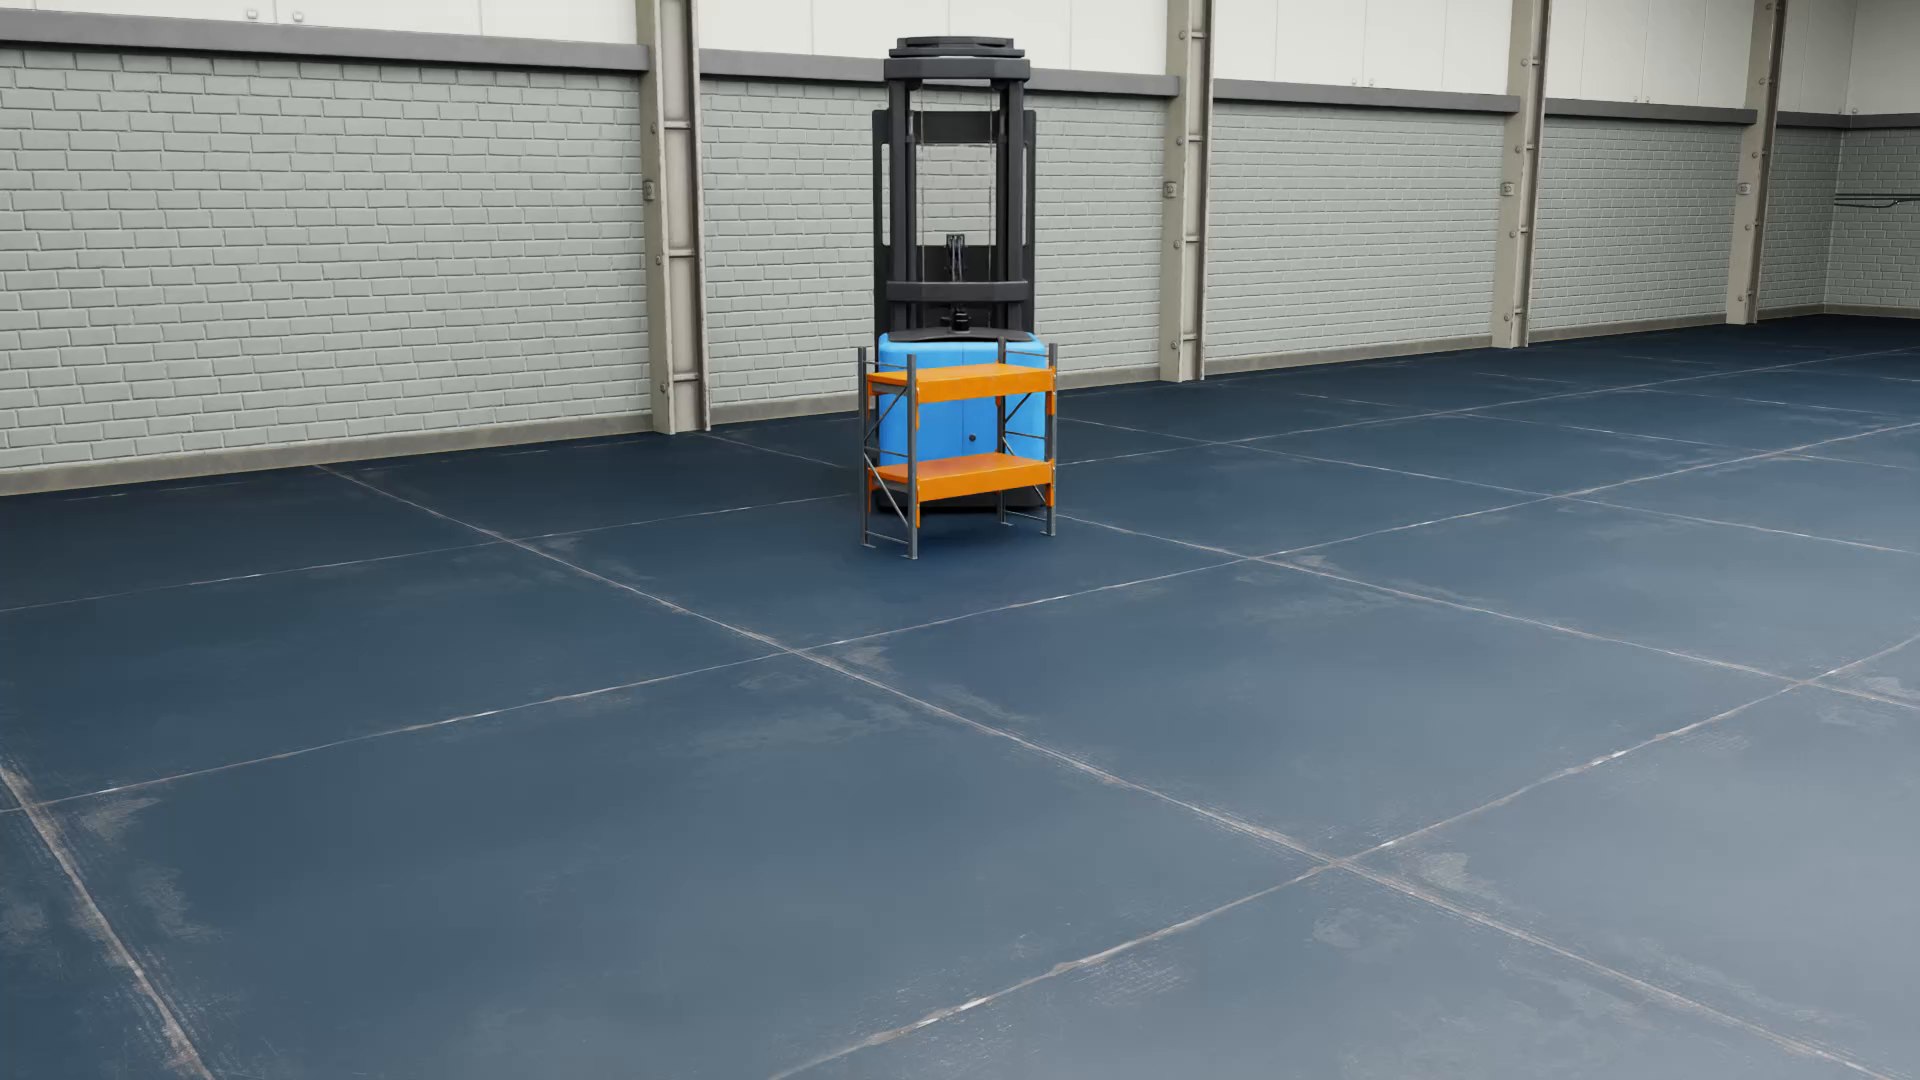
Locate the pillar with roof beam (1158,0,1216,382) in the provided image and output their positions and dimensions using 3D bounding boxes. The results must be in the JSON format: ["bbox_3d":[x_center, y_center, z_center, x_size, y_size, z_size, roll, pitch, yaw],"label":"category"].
[{"bbox_3d":[5.034,-5.404,13.414,0.400,9.000,9.100,-9,15,-38],"label":"pillar with roof beam"}]

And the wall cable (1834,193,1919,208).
[{"bbox_3d":[14.842,-6.308,25.148,0.112,2.526,3.097,-9,15,-38],"label":"wall cable"}]

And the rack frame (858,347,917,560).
[{"bbox_3d":[-0.402,-0.483,9.197,0.032,1.125,0.500,-9,15,-38],"label":"rack frame"}]

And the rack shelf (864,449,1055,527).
[{"bbox_3d":[-0.005,-0.310,9.559,1.000,0.278,0.538,-9,15,-38],"label":"rack shelf"}]

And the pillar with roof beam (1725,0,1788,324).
[{"bbox_3d":[14.405,-6.961,20.747,0.400,9.000,9.100,-9,15,-38],"label":"pillar with roof beam"}]

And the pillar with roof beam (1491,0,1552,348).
[{"bbox_3d":[9.719,-6.183,17.080,0.400,9.000,9.100,-9,15,-38],"label":"pillar with roof beam"}]

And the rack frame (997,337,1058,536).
[{"bbox_3d":[0.392,-0.615,9.818,0.032,1.125,0.500,-9,15,-38],"label":"rack frame"}]

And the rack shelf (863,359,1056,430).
[{"bbox_3d":[-0.005,-0.836,9.447,1.000,0.278,0.538,-9,15,-38],"label":"rack shelf"}]

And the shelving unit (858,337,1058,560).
[{"bbox_3d":[-0.005,-0.549,9.508,1.048,1.125,0.538,-9,15,-38],"label":"shelving unit"}]

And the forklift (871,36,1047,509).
[{"bbox_3d":[-0.051,-1.881,11.432,1.130,2.935,3.031,-1,12,-3],"label":"forklift"}]

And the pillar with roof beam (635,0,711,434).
[{"bbox_3d":[0.349,-4.626,9.747,0.400,9.000,9.100,-9,15,-38],"label":"pillar with roof beam"}]
